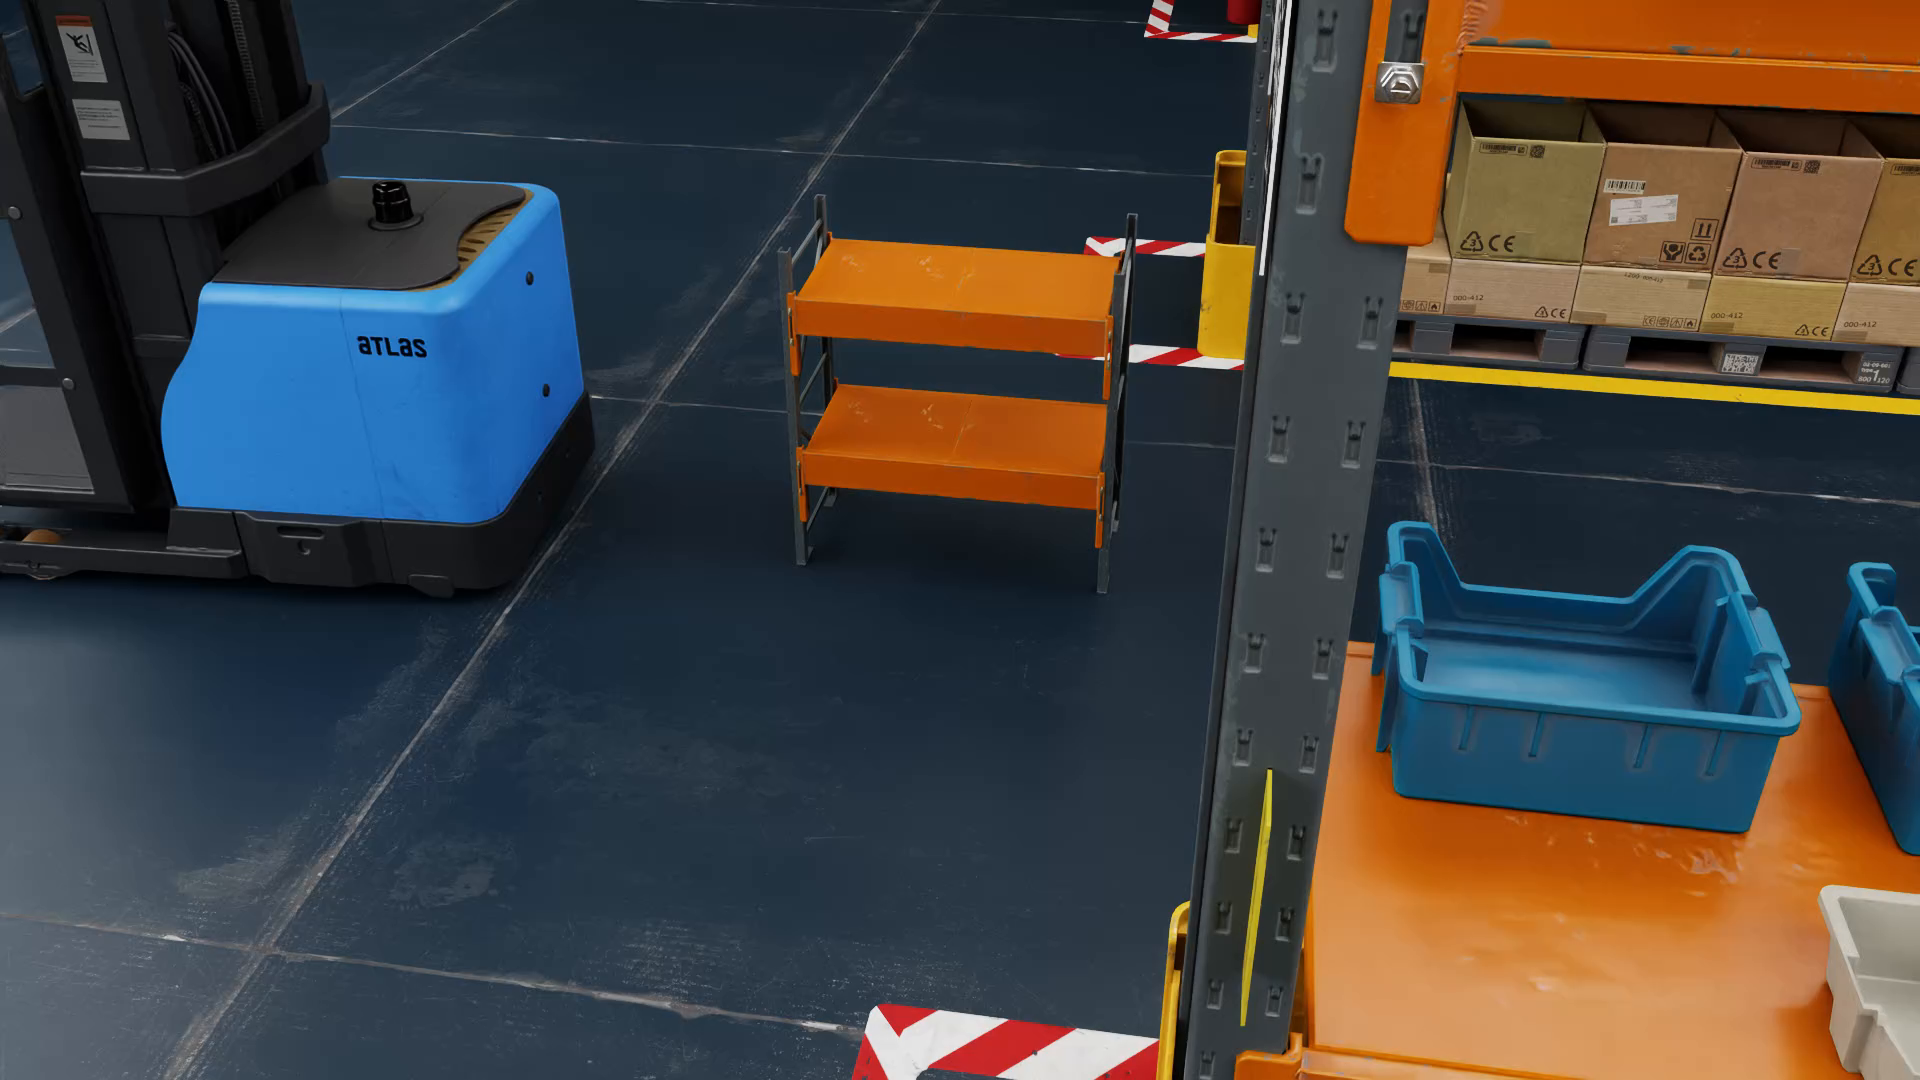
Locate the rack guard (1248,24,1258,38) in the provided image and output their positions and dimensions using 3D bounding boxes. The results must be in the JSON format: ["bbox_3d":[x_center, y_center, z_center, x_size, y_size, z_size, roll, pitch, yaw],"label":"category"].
[{"bbox_3d":[2.190,-3.856,11.440,0.348,0.500,1.175,5,32,8],"label":"rack guard"}]

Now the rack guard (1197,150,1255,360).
[{"bbox_3d":[1.262,-1.274,7.314,0.348,0.500,1.175,5,32,8],"label":"rack guard"}]

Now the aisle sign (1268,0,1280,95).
[{"bbox_3d":[0.428,-1.005,2.078,0.004,0.787,0.394,5,32,8],"label":"aisle sign"}]

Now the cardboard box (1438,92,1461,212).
[{"bbox_3d":[1.864,-1.770,7.239,0.500,0.500,0.500,5,32,8],"label":"cardboard box"}]

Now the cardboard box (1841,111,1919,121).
[{"bbox_3d":[3.838,-1.599,6.966,0.500,0.500,0.500,5,32,8],"label":"cardboard box"}]

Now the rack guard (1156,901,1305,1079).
[{"bbox_3d":[0.532,1.301,3.201,0.348,0.500,1.175,5,32,8],"label":"rack guard"}]

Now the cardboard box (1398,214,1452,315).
[{"bbox_3d":[1.777,-1.180,7.003,0.500,0.250,0.500,5,32,8],"label":"cardboard box"}]

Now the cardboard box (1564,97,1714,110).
[{"bbox_3d":[2.853,-1.688,7.108,0.500,0.500,0.500,5,32,8],"label":"cardboard box"}]

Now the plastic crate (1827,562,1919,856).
[{"bbox_3d":[1.632,0.271,2.630,0.408,0.251,0.499,5,32,8],"label":"plastic crate"}]

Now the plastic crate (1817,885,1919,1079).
[{"bbox_3d":[1.277,0.619,2.183,0.250,0.136,0.298,5,32,8],"label":"plastic crate"}]

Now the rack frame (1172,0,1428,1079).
[{"bbox_3d":[0.448,0.261,2.506,0.053,2.616,0.949,5,32,8],"label":"rack frame"}]

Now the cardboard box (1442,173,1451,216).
[{"bbox_3d":[2.359,-1.412,7.375,0.500,0.250,0.500,5,32,8],"label":"cardboard box"}]

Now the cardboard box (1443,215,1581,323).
[{"bbox_3d":[2.270,-1.137,6.935,0.500,0.250,0.500,5,32,8],"label":"cardboard box"}]

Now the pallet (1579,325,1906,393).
[{"bbox_3d":[3.246,-0.993,7.137,1.213,0.211,1.003,5,32,8],"label":"pallet"}]

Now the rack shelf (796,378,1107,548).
[{"bbox_3d":[0.007,-0.269,5.580,1.000,0.278,0.538,5,32,8],"label":"rack shelf"}]

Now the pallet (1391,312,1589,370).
[{"bbox_3d":[2.047,-1.103,7.313,1.213,0.211,1.003,5,32,8],"label":"pallet"}]

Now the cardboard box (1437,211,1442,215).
[{"bbox_3d":[1.864,-1.451,7.436,0.500,0.250,0.500,5,32,8],"label":"cardboard box"}]

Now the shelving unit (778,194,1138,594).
[{"bbox_3d":[0.007,-0.476,5.451,1.048,1.125,0.538,5,32,8],"label":"shelving unit"}]

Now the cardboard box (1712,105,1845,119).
[{"bbox_3d":[3.345,-1.643,7.036,0.500,0.500,0.500,5,32,8],"label":"cardboard box"}]

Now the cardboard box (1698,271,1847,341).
[{"bbox_3d":[3.255,-1.045,6.788,0.500,0.250,0.500,5,32,8],"label":"cardboard box"}]

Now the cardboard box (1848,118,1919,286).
[{"bbox_3d":[3.750,-1.325,6.529,0.500,0.500,0.500,5,32,8],"label":"cardboard box"}]

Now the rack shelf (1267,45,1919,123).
[{"bbox_3d":[3.257,-1.848,6.553,4.000,0.370,1.077,5,32,8],"label":"rack shelf"}]

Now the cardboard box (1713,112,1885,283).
[{"bbox_3d":[3.255,-1.362,6.588,0.500,0.500,0.500,5,32,8],"label":"cardboard box"}]

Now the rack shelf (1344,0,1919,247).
[{"bbox_3d":[2.420,-0.529,1.619,4.000,0.370,1.077,5,32,8],"label":"rack shelf"}]

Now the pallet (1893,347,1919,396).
[{"bbox_3d":[4.452,-0.885,6.965,1.213,0.211,1.003,5,32,8],"label":"pallet"}]

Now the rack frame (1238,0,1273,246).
[{"bbox_3d":[1.286,-2.331,6.648,0.127,3.000,1.000,5,32,8],"label":"rack frame"}]

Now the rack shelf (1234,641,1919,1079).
[{"bbox_3d":[2.420,0.742,2.415,4.000,0.370,1.077,5,32,8],"label":"rack shelf"}]

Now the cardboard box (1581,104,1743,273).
[{"bbox_3d":[2.765,-1.416,6.674,0.500,0.500,0.500,5,32,8],"label":"cardboard box"}]

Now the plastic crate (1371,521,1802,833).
[{"bbox_3d":[0.992,0.210,2.727,0.616,0.251,0.499,5,32,8],"label":"plastic crate"}]

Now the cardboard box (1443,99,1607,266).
[{"bbox_3d":[2.270,-1.454,6.735,0.500,0.500,0.500,5,32,8],"label":"cardboard box"}]

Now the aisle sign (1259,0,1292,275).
[{"bbox_3d":[0.328,-0.696,1.585,0.004,0.787,0.394,5,32,8],"label":"aisle sign"}]

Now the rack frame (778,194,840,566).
[{"bbox_3d":[-0.494,-0.522,5.523,0.032,1.125,0.500,5,32,8],"label":"rack frame"}]

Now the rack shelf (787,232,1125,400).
[{"bbox_3d":[0.007,-0.724,5.295,1.000,0.278,0.538,5,32,8],"label":"rack shelf"}]

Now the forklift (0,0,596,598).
[{"bbox_3d":[-2.902,-1.383,5.197,3.031,2.935,1.130,3,32,5],"label":"forklift"}]

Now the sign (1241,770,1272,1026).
[{"bbox_3d":[0.352,0.429,1.977,0.005,0.325,0.100,5,32,8],"label":"sign"}]

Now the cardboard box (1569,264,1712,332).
[{"bbox_3d":[2.763,-1.092,6.863,0.500,0.250,0.500,5,32,8],"label":"cardboard box"}]

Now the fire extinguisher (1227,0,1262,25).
[{"bbox_3d":[1.247,-2.552,7.073,0.183,0.674,0.296,5,32,8],"label":"fire extinguisher"}]

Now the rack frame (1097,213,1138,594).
[{"bbox_3d":[0.508,-0.431,5.378,0.032,1.125,0.500,5,32,8],"label":"rack frame"}]

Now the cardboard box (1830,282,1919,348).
[{"bbox_3d":[3.748,-1.001,6.717,0.500,0.250,0.500,5,32,8],"label":"cardboard box"}]
